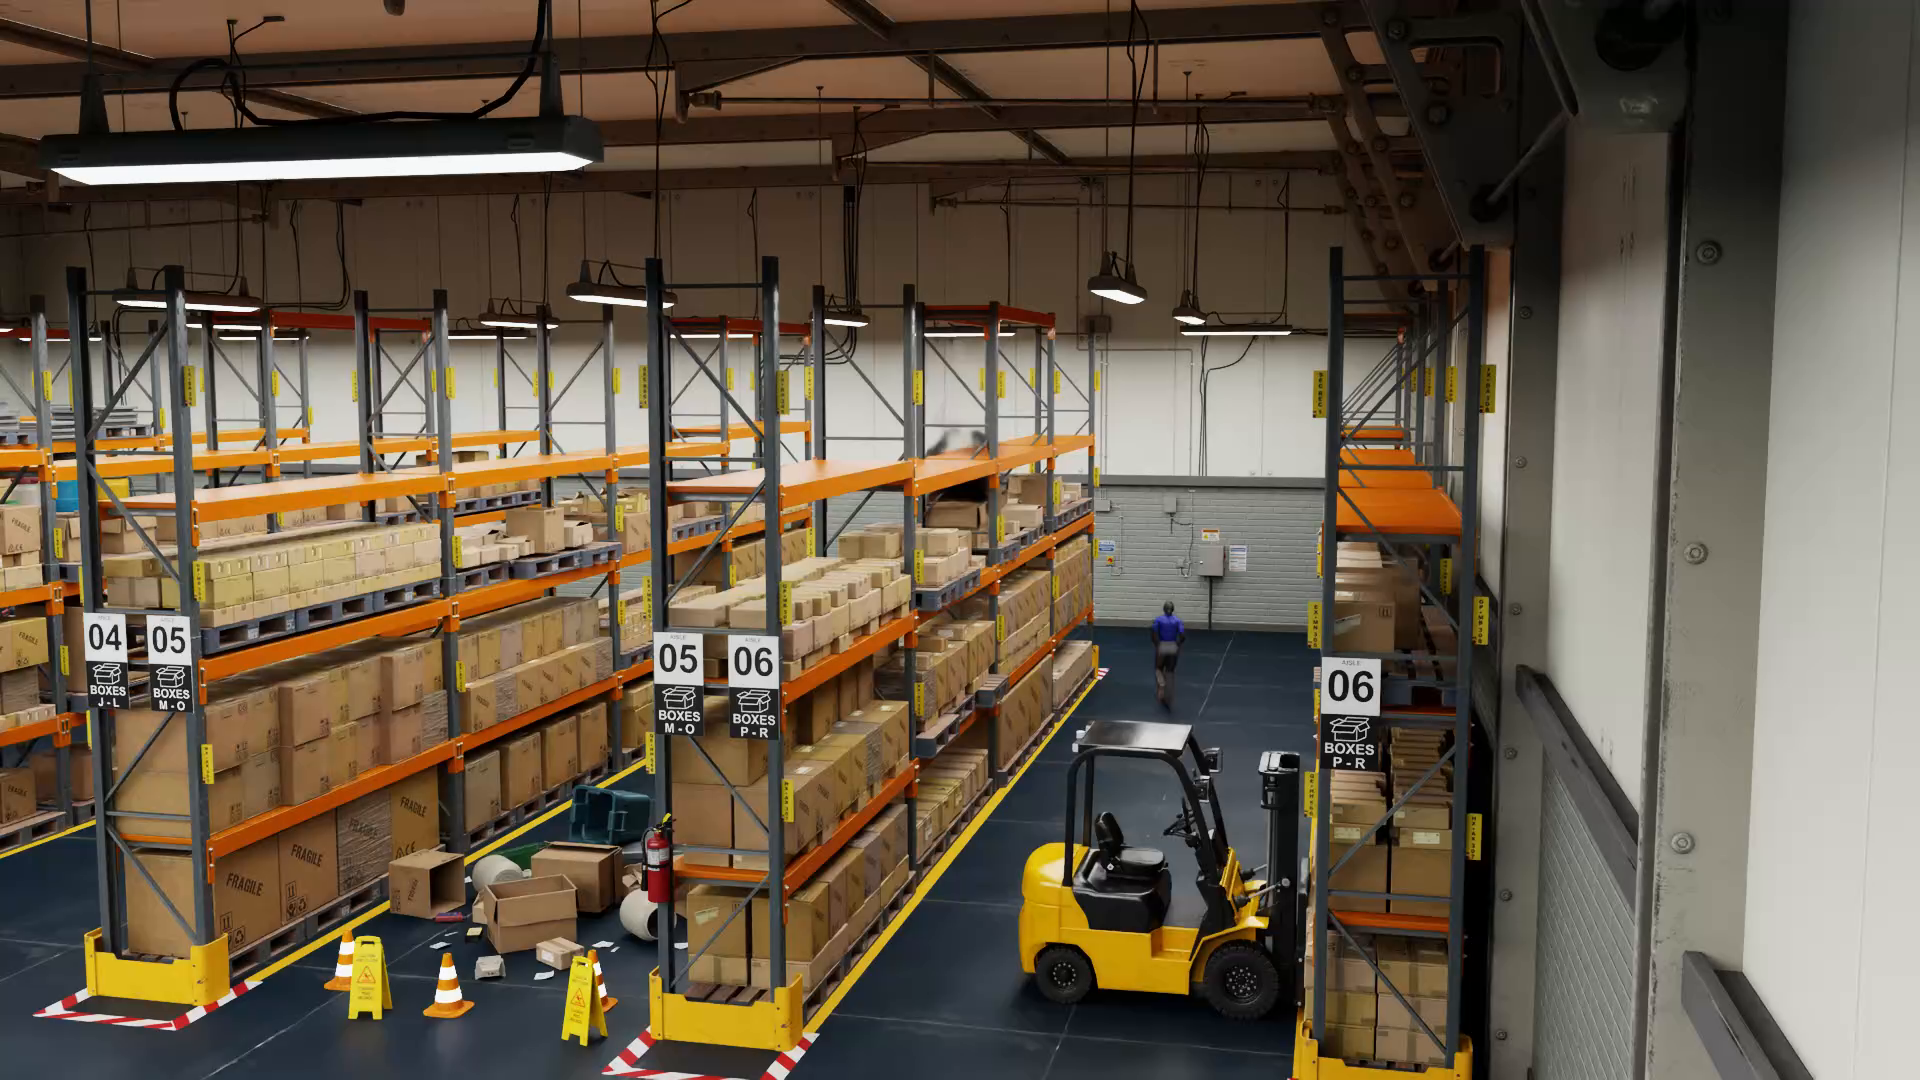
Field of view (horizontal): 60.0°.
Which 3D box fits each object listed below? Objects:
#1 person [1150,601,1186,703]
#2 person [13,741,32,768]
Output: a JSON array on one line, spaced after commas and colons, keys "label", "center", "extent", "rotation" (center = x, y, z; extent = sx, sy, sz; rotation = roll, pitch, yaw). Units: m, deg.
[{"label": "person", "center": [3.236, 1.747, 25.958], "extent": [0.555, 1.598, 0.530], "rotation": [0, 6, 2]}, {"label": "person", "center": [-12.220, 2.191, 21.266], "extent": [0.599, 1.736, 0.847], "rotation": [1, 6, 7]}]
